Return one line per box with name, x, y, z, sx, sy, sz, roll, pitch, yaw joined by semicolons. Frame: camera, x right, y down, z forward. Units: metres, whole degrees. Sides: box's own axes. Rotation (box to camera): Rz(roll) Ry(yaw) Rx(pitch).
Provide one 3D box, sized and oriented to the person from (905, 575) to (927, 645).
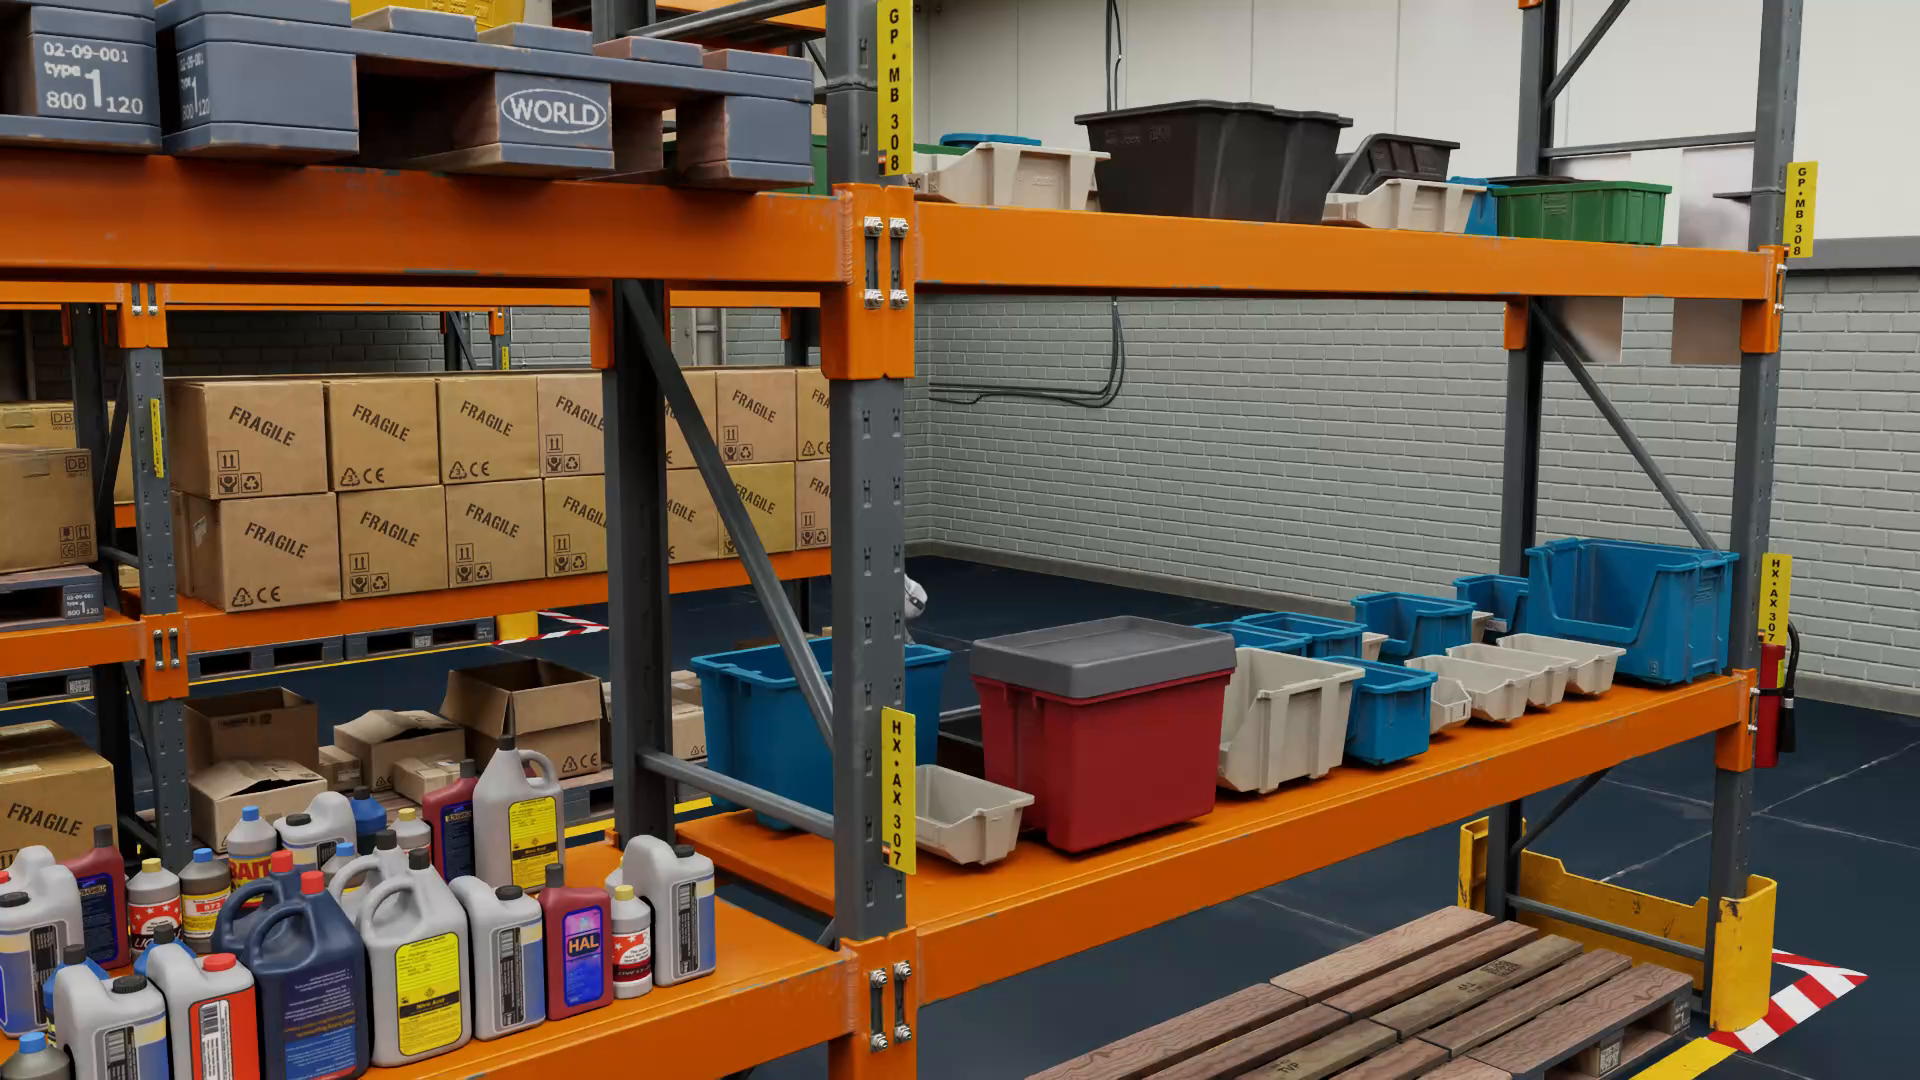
person;-0.638;0.494;12.818;0.863;0.851;0.478;-7;10;-41
